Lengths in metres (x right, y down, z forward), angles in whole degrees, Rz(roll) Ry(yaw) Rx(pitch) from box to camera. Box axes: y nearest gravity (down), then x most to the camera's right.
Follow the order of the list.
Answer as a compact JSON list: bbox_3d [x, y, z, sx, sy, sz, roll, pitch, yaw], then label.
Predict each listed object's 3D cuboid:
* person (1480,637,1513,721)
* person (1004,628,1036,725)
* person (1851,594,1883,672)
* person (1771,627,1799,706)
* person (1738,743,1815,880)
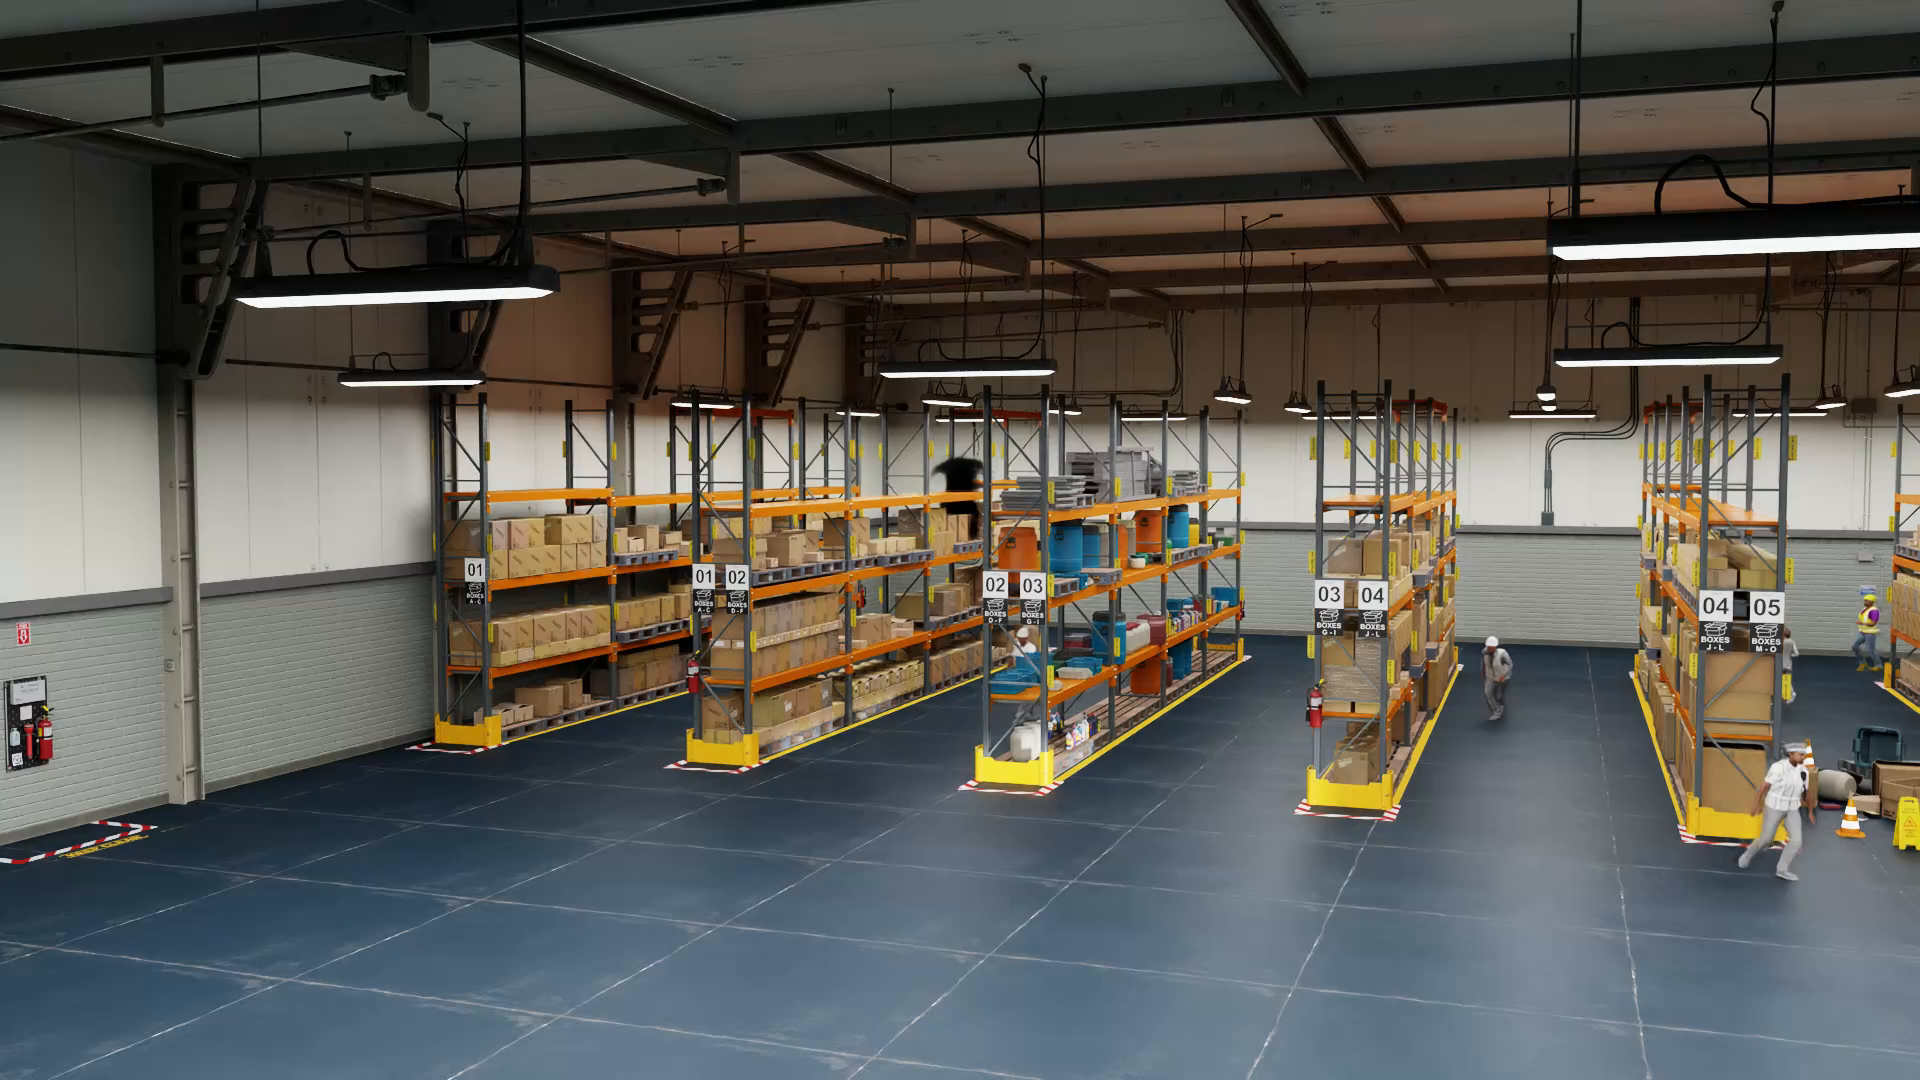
[{"bbox_3d":[10.054,2.561,31.065,0.650,1.592,1.121,2,4,35],"label":"person"},{"bbox_3d":[1.135,2.495,30.800,0.767,1.761,0.760,-2,4,-35],"label":"person"},{"bbox_3d":[20.510,2.123,37.613,0.720,1.787,0.672,0,3,-3],"label":"person"},{"bbox_3d":[16.049,2.492,32.358,0.537,1.582,0.842,0,3,4],"label":"person"},{"bbox_3d":[9.626,3.147,19.620,0.650,1.618,0.678,-1,3,-11],"label":"person"}]
